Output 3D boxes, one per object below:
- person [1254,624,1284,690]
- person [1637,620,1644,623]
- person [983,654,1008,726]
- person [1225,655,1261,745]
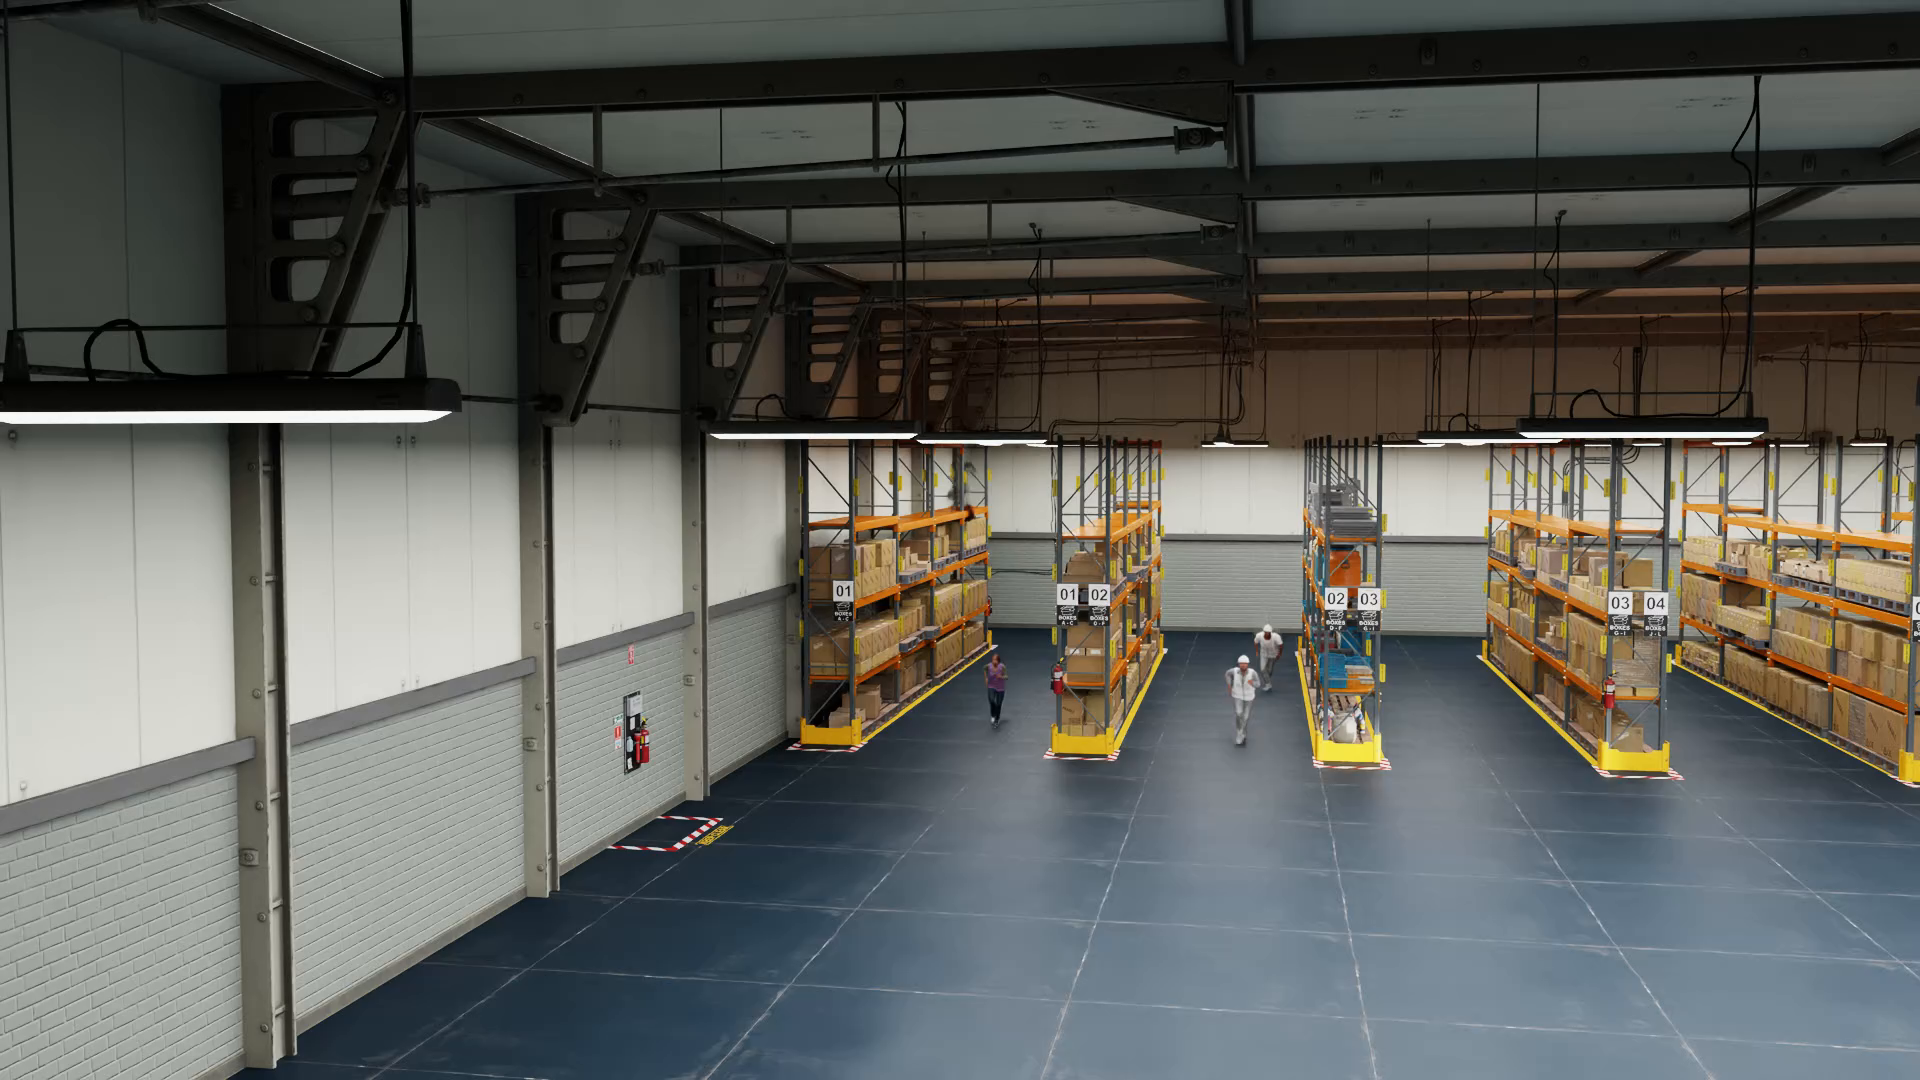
[{"bbox_3d":[7.407,2.787,39.864,0.707,1.599,1.071,1,3,15],"label":"person"},{"bbox_3d":[18.554,2.432,45.500,0.697,1.737,0.785,1,3,16],"label":"person"},{"bbox_3d":[0.732,3.084,34.223,0.526,1.523,0.822,0,3,2],"label":"person"},{"bbox_3d":[5.519,3.096,32.457,0.647,1.742,0.923,0,3,3],"label":"person"}]
